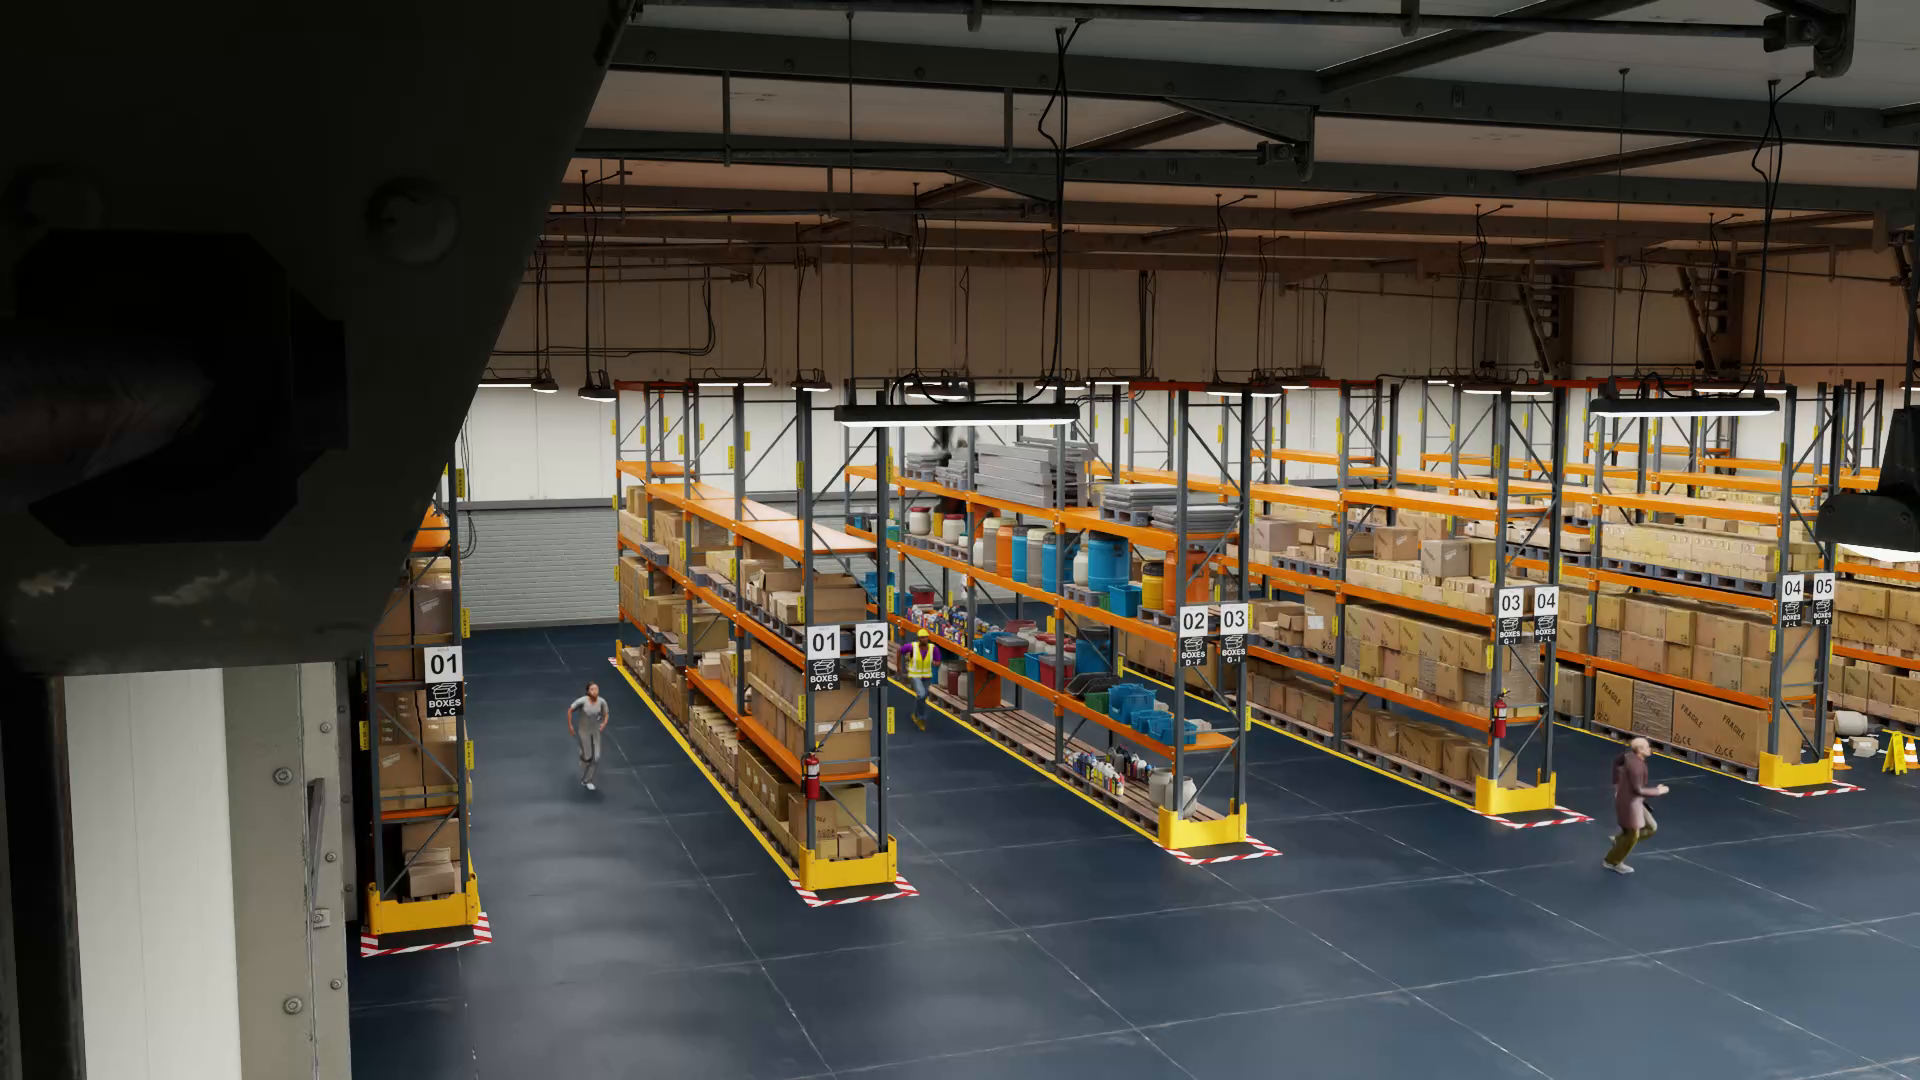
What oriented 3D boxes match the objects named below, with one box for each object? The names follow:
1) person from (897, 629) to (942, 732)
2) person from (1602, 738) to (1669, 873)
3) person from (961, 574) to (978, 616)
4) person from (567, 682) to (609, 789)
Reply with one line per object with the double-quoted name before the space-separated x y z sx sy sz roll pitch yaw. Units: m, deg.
"person" -0.694 2.411 28.890 0.729 1.783 0.836 -2 6 -20
"person" 8.386 3.290 20.624 0.723 1.728 0.761 2 6 19
"person" 0.175 1.354 39.311 0.584 1.647 0.573 -1 6 -13
"person" -5.561 2.913 24.934 0.599 1.620 0.662 -3 7 -29
